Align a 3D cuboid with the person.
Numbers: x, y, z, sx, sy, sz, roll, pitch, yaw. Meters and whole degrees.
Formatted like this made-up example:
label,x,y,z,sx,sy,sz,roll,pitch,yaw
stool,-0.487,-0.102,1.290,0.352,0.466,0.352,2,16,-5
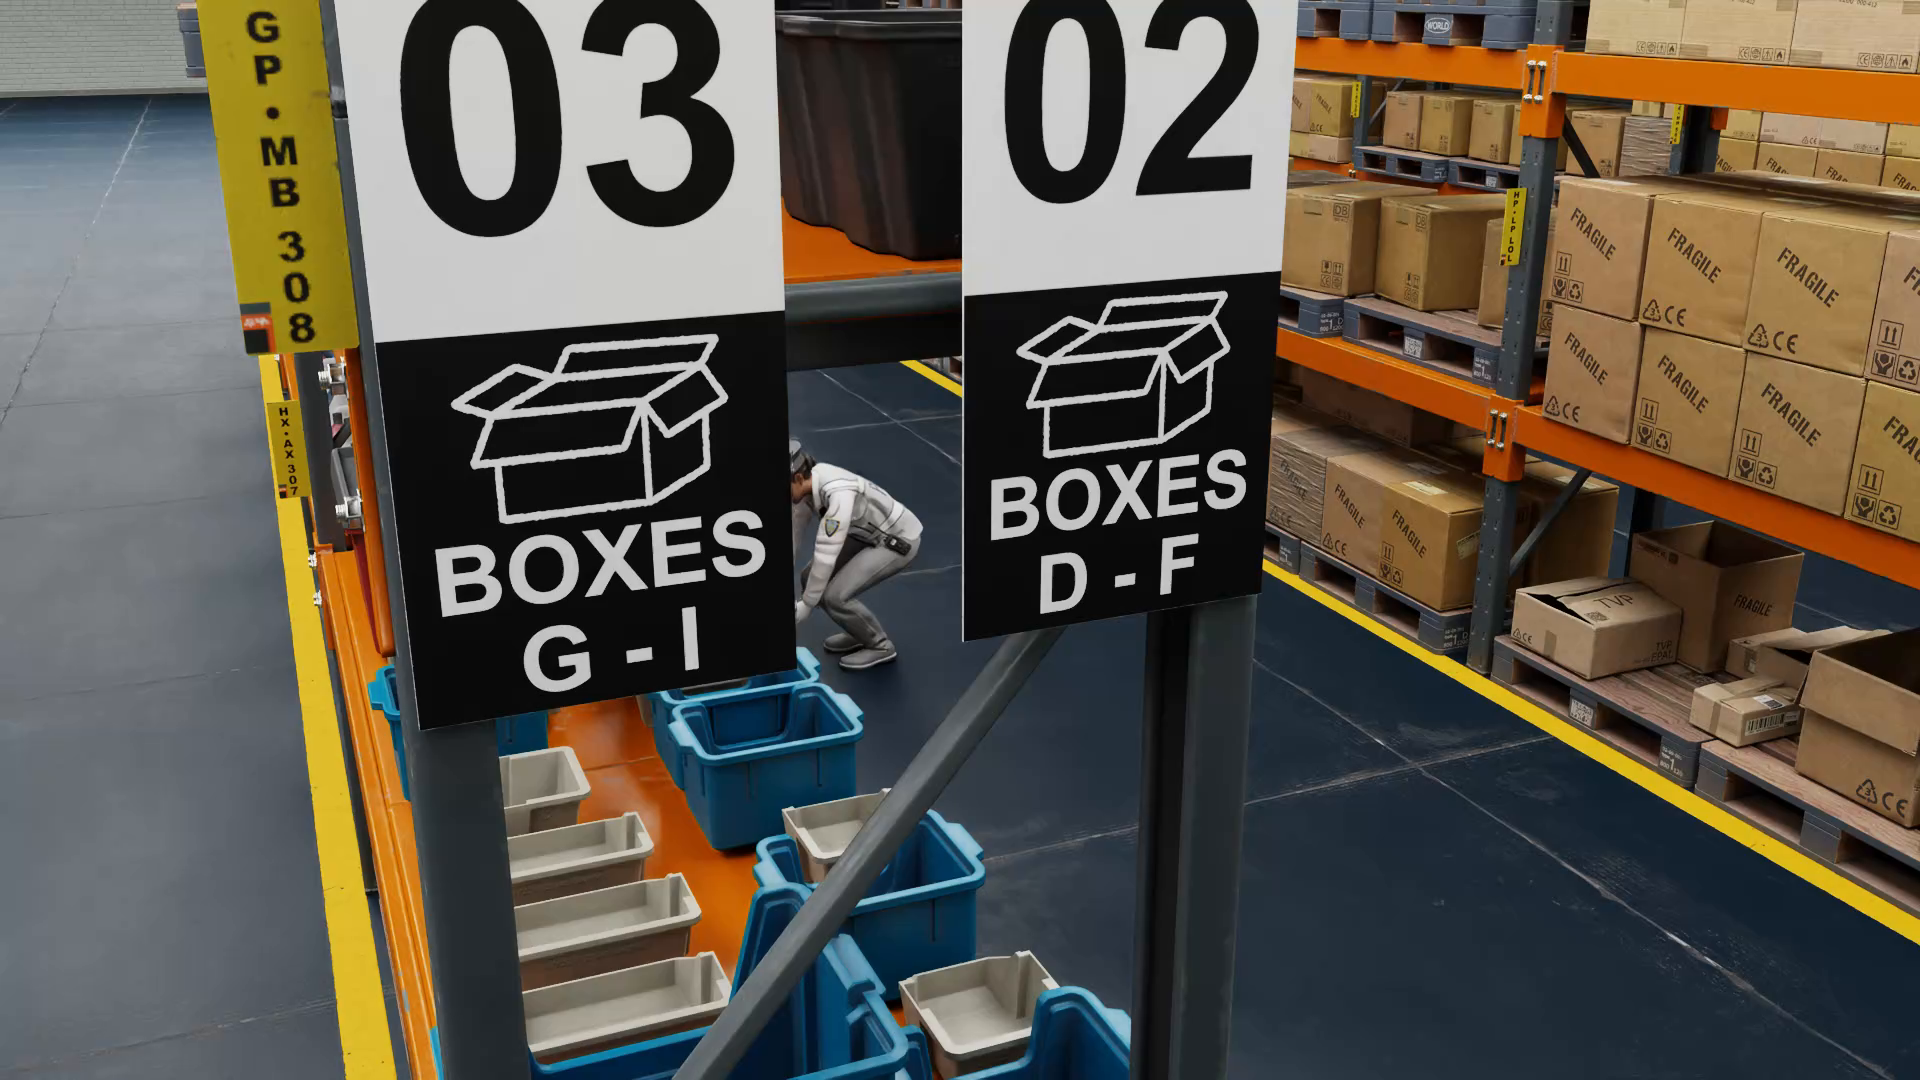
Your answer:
label,x,y,z,sx,sy,sz,roll,pitch,yaw
person,-0.562,0.052,7.763,0.808,1.116,0.512,-8,21,-22
